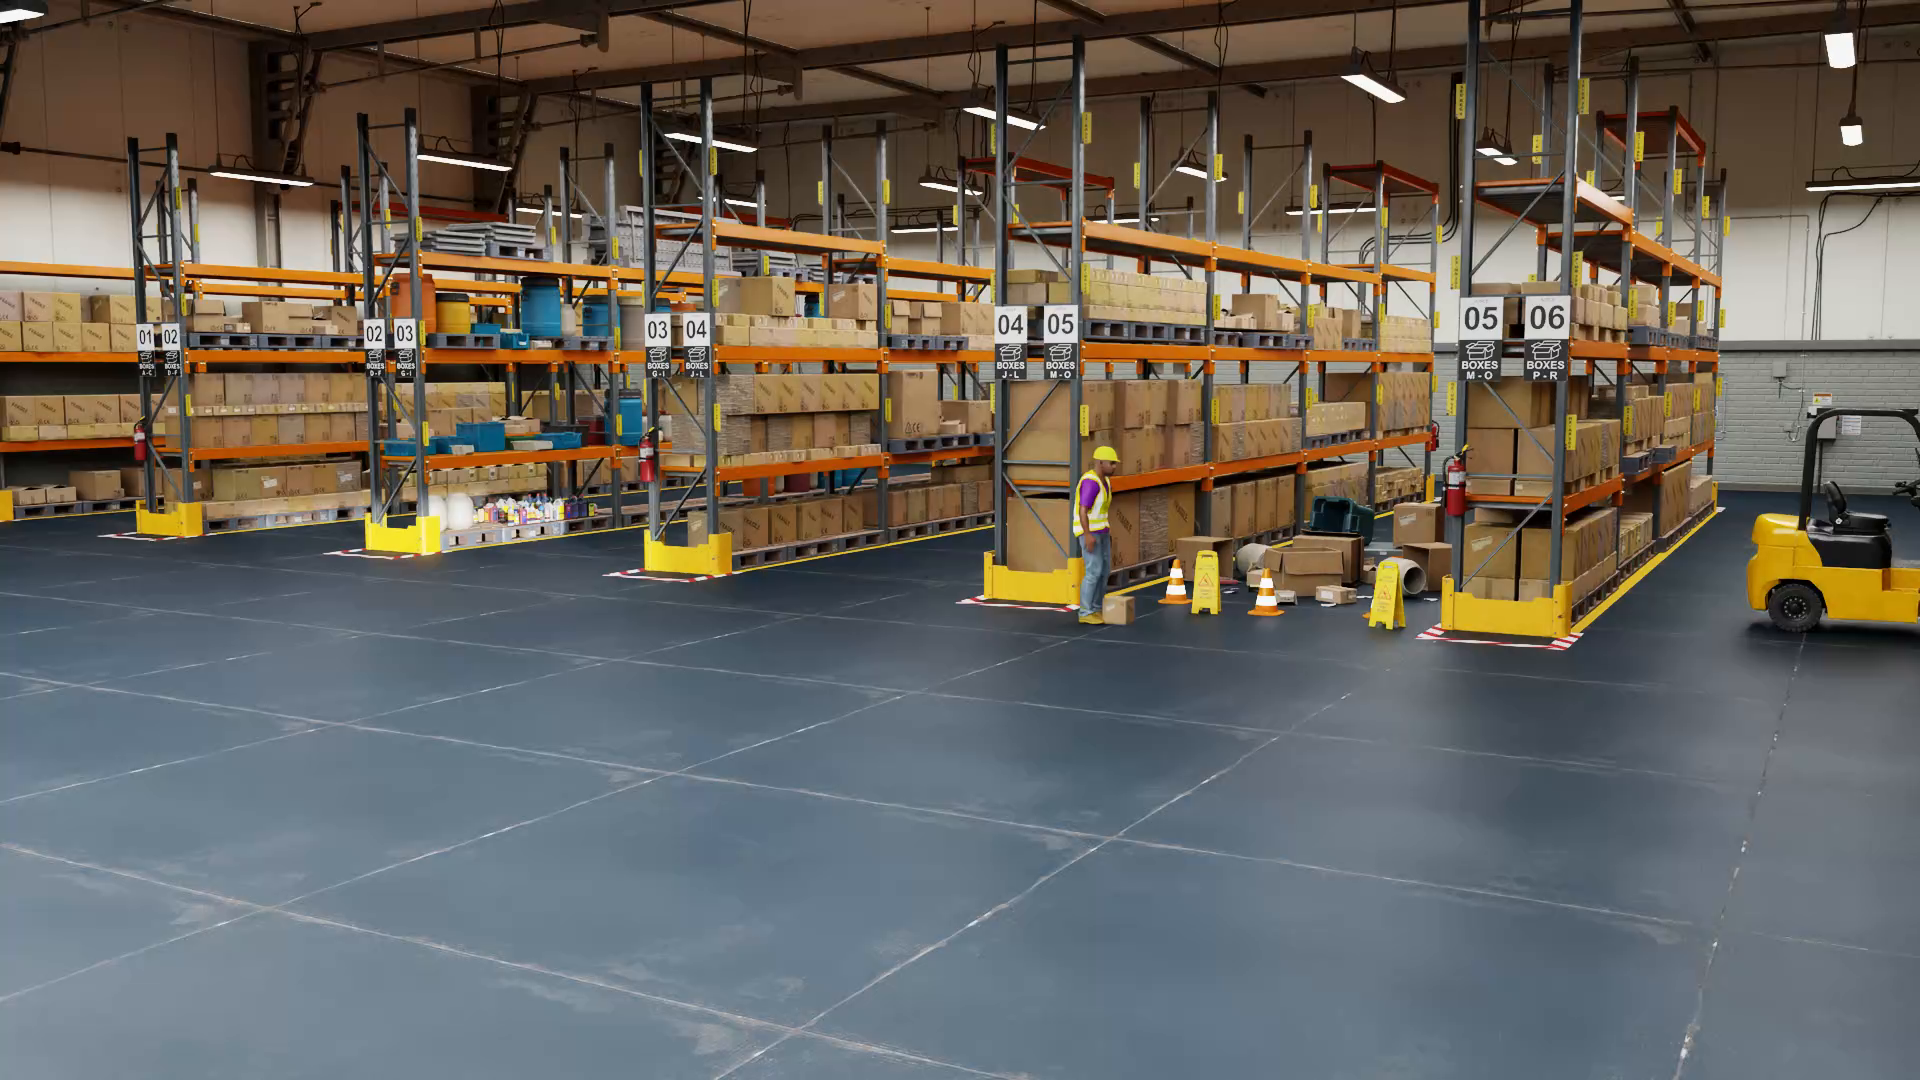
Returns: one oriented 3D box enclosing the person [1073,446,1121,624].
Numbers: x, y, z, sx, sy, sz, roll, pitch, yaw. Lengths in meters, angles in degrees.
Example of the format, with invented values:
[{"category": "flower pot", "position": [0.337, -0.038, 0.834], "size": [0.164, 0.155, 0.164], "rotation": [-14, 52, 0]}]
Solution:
[{"category": "person", "position": [1.376, -0.059, 16.625], "size": [0.461, 1.759, 0.619], "rotation": [3, 7, 26]}]
